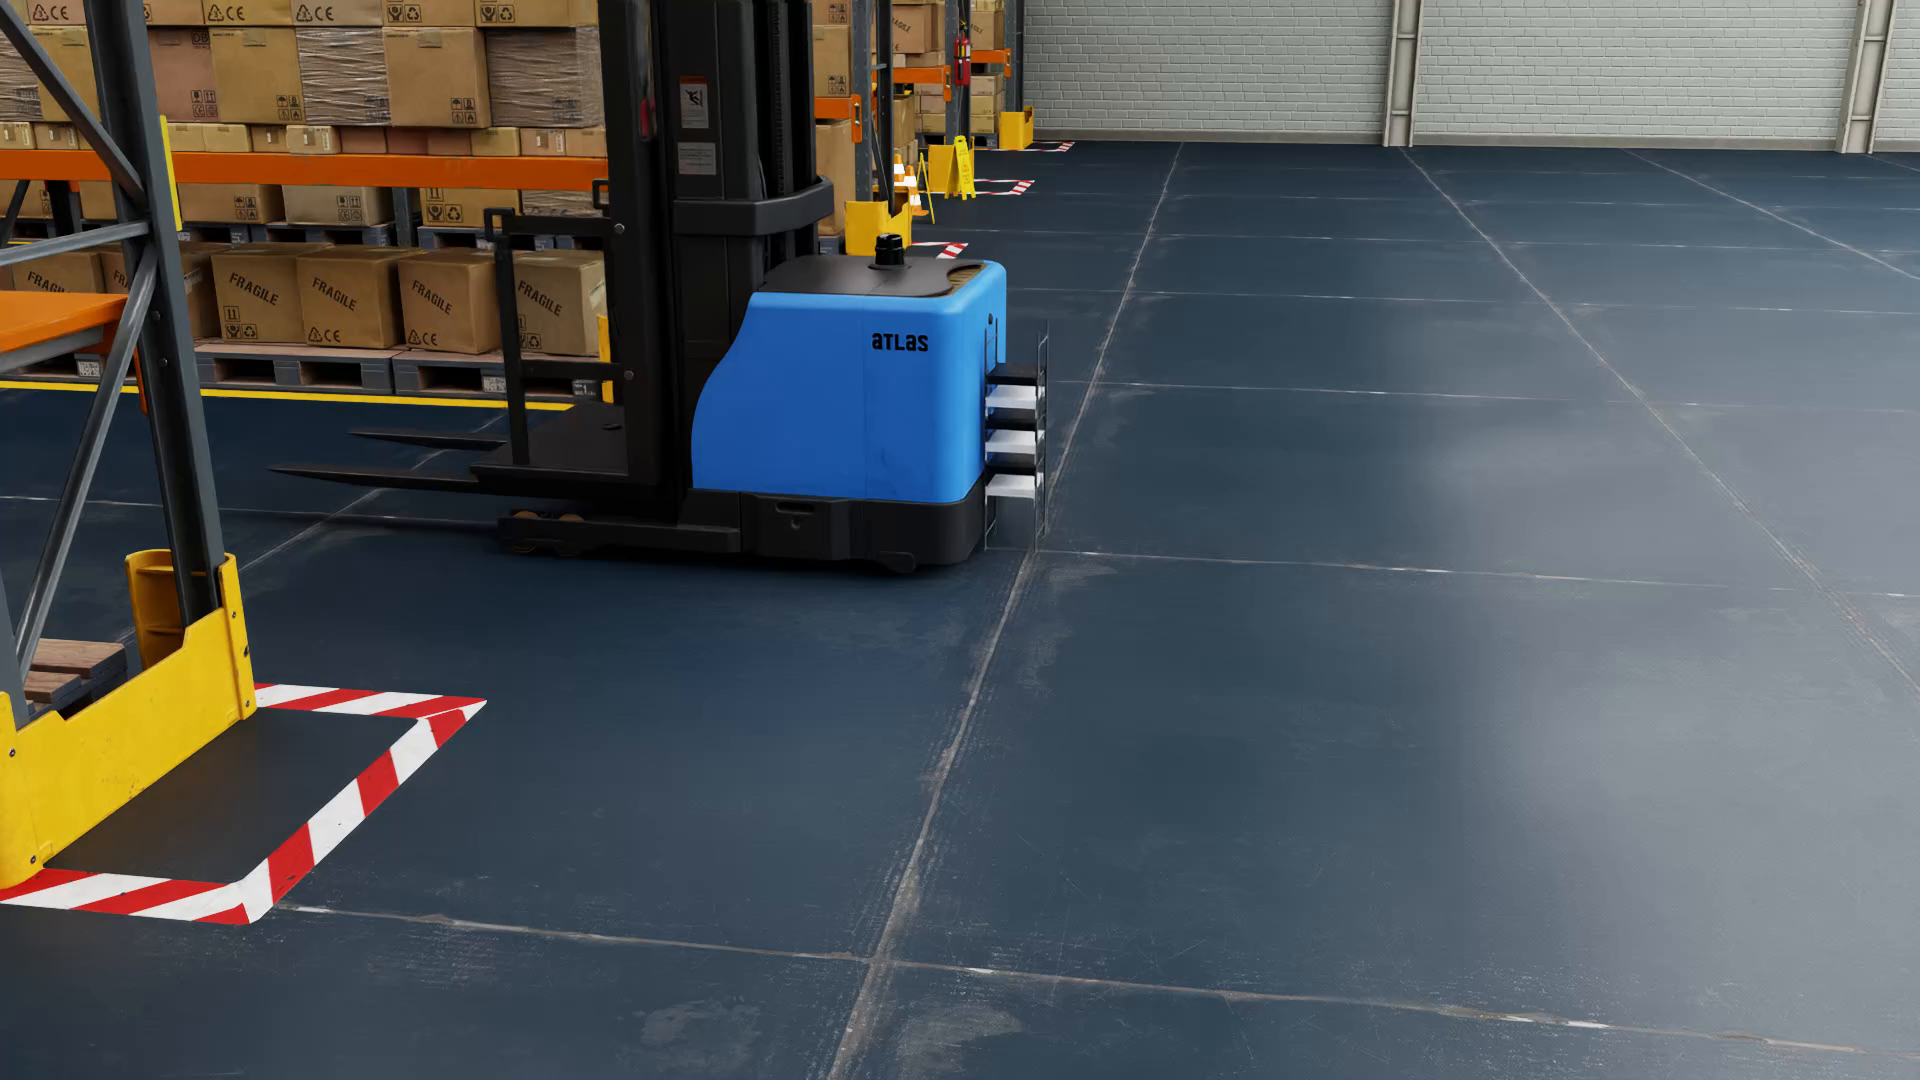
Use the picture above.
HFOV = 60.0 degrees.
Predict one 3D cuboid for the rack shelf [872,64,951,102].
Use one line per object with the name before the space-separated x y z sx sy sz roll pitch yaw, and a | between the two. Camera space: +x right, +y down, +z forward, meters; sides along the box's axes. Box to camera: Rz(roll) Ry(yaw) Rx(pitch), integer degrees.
rack shelf | -1.993 -5.158 18.624 4.000 0.370 1.077 3 19 9

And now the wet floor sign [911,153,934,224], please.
wet floor sign | -0.361 -3.345 15.782 0.232 0.644 0.267 0 19 -1

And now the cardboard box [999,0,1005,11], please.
cardboard box | 0.472 -7.407 23.032 0.250 0.149 0.380 2 19 7

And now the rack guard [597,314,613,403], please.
rack guard | -1.665 -1.112 9.338 0.348 0.500 1.175 3 19 9

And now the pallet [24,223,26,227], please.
pallet | -9.373 -2.962 15.324 1.213 0.211 1.003 3 19 9

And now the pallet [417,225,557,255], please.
pallet | -3.914 -2.658 14.415 1.213 0.211 1.003 3 19 9

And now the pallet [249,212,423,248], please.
pallet | -5.426 -2.736 14.649 1.213 0.211 1.003 3 19 9

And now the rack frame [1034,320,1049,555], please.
rack frame | 0.322 -0.404 6.592 0.006 0.900 0.240 4 19 11

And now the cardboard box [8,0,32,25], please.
cardboard box | -5.135 -3.055 9.004 0.500 0.500 0.500 3 19 9

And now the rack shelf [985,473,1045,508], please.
rack shelf | 0.223 -0.208 6.680 0.200 0.077 0.258 4 19 11

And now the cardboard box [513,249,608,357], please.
cardboard box | -2.204 -1.344 9.370 0.500 0.500 0.500 7 20 19

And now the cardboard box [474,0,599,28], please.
cardboard box | -2.172 -2.906 8.560 0.500 0.500 0.500 3 19 9

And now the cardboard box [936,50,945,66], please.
cardboard box | -0.320 -5.361 18.494 0.250 0.149 0.380 3 19 9

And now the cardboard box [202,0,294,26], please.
cardboard box | -3.652 -2.983 8.790 0.500 0.500 0.500 3 19 9

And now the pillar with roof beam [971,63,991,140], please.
pillar with roof beam | -0.462 -8.767 18.823 0.400 9.000 9.100 3 19 9

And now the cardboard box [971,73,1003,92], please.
cardboard box | 0.321 -6.406 23.318 0.500 0.250 0.500 3 19 8

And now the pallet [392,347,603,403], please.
pallet | -2.461 -1.027 9.539 1.213 0.211 1.003 3 19 9

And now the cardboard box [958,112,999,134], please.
cardboard box | 0.252 -5.773 23.002 0.500 0.250 0.500 3 19 9

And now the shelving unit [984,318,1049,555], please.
shelving unit | 0.223 -0.411 6.612 0.210 0.900 0.258 4 19 11

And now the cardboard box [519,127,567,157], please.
cardboard box | -2.151 -2.137 8.858 0.250 0.149 0.380 3 19 9

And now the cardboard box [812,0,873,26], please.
cardboard box | -1.063 -4.456 13.456 0.550 0.550 0.875 3 19 9

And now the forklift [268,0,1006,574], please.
forklift | -1.367 -1.482 6.613 3.031 2.935 1.130 4 19 11

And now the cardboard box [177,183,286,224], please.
cardboard box | -6.232 -3.229 14.609 0.750 0.750 1.050 3 19 9

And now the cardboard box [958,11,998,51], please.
cardboard box | 0.238 -6.943 22.669 0.500 0.500 0.500 3 19 7

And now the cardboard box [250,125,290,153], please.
cardboard box | -3.637 -2.201 9.049 0.250 0.149 0.380 3 19 9

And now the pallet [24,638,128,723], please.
pallet | -3.259 0.549 4.829 1.213 0.211 1.003 3 19 9

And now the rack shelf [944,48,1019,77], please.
rack shelf | -1.209 -6.713 23.272 4.000 0.370 1.077 3 19 9

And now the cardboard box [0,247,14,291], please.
cardboard box | -6.142 -1.556 9.971 0.500 0.500 0.700 1 19 4

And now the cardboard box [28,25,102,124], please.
cardboard box | -4.616 -2.605 9.235 0.500 0.500 0.875 3 19 9

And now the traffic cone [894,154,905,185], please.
traffic cone | -0.647 -3.813 17.468 0.334 0.463 0.336 3 19 9

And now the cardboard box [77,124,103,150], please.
cardboard box | -4.630 -2.240 9.167 0.250 0.149 0.380 3 19 9

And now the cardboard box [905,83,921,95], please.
cardboard box | -0.743 -6.294 22.983 0.500 0.250 0.500 3 19 9

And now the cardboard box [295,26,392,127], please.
cardboard box | -3.128 -2.544 9.054 0.500 0.500 0.875 3 19 9

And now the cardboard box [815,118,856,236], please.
cardboard box | -1.383 -3.047 13.870 0.875 0.875 0.875 3 19 9

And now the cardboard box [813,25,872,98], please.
cardboard box | -1.077 -3.918 13.548 0.550 0.550 0.875 3 19 9

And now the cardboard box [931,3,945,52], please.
cardboard box | -0.442 -5.697 18.477 0.500 0.500 0.500 3 19 8

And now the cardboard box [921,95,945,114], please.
cardboard box | -0.258 -6.041 23.013 0.500 0.250 0.500 3 19 8

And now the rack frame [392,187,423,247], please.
rack frame | -4.653 -4.044 14.161 0.127 3.000 1.000 3 19 9

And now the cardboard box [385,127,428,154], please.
cardboard box | -2.890 -2.176 8.975 0.250 0.149 0.380 3 19 9

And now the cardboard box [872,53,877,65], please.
cardboard box | -0.938 -5.228 18.098 0.250 0.149 0.380 3 19 8

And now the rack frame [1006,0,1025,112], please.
rack frame | 0.766 -6.953 22.857 0.127 3.000 1.000 3 19 9

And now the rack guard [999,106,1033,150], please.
rack guard | 0.790 -5.767 23.250 0.348 0.500 1.175 3 19 9

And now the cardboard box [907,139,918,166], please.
cardboard box | -0.770 -4.421 18.959 0.500 0.250 0.500 3 19 8

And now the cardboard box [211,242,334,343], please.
cardboard box | -3.958 -1.443 9.665 0.500 0.500 0.500 1 19 4

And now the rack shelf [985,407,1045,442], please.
rack shelf | 0.223 -0.464 6.594 0.200 0.077 0.258 4 19 11

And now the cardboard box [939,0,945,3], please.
cardboard box | -0.124 -7.274 22.635 0.250 0.149 0.380 3 19 10
